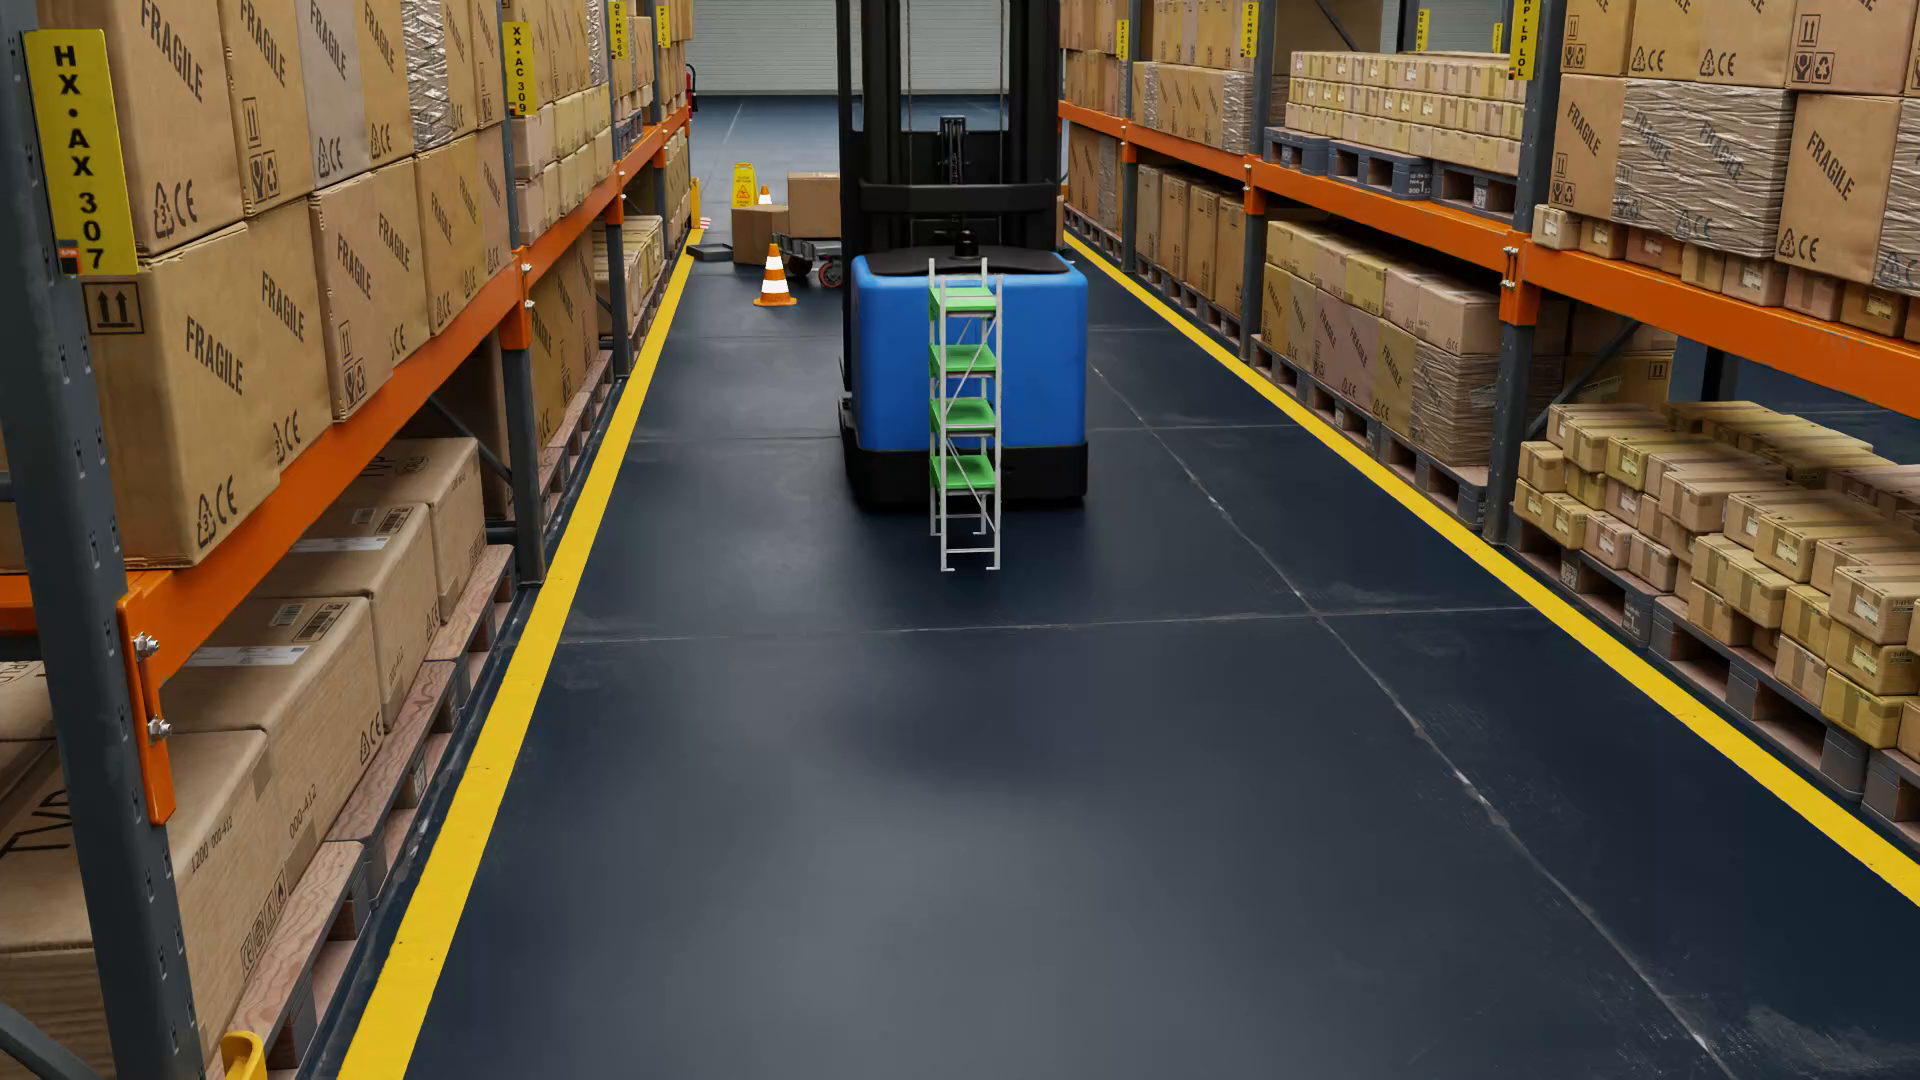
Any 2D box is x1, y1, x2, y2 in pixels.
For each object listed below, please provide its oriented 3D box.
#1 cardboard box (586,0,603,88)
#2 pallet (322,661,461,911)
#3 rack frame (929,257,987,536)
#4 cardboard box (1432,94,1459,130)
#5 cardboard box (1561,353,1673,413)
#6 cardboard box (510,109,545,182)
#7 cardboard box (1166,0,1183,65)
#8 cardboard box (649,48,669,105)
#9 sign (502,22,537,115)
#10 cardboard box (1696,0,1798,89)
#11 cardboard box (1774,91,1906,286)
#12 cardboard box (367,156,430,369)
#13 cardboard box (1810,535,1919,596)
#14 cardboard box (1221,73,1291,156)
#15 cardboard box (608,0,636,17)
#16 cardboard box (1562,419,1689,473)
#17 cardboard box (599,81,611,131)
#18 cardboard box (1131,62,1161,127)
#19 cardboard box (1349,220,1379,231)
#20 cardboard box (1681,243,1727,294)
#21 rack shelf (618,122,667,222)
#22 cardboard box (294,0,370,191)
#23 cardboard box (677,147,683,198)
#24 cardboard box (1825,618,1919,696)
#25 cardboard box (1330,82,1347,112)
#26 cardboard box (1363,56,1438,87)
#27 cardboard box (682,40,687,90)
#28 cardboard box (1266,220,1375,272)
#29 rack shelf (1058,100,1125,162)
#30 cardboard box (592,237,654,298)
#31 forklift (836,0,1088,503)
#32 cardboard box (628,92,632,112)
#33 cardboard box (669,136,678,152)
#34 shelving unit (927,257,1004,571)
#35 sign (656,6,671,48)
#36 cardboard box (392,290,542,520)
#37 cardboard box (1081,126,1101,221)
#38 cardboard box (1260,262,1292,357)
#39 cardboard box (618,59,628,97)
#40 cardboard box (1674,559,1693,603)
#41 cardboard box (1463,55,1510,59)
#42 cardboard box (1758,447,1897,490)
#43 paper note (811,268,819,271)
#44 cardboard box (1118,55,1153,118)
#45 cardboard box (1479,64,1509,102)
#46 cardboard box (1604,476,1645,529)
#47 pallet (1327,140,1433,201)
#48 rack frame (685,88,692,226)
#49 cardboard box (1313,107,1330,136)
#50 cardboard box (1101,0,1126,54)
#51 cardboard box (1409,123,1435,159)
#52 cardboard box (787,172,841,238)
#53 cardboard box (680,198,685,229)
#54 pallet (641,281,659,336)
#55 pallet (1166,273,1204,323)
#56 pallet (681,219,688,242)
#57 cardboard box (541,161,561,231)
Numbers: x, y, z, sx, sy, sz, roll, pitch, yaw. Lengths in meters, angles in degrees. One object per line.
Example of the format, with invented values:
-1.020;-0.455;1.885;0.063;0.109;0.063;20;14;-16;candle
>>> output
-2.194;-2.667;8.827;0.500;0.500;0.500;-1;17;-5;cardboard box
-2.027;0.675;4.674;1.003;0.211;1.213;-2;18;-6;pallet
-0.008;-0.596;7.072;0.240;1.200;0.015;-2;18;-6;rack frame
2.436;-2.000;7.762;0.380;0.149;0.250;-2;18;-7;cardboard box
2.944;-0.668;7.768;0.500;0.500;0.500;-1;17;-3;cardboard box
-1.921;-1.555;6.539;0.500;0.250;0.500;-2;18;-7;cardboard box
2.044;-4.039;13.198;0.700;0.500;0.500;-2;18;-7;cardboard box
-2.750;-3.961;14.124;0.500;0.500;0.500;-2;18;-6;cardboard box
-1.605;-1.717;6.061;0.100;0.325;0.005;-2;18;-6;sign
2.651;-1.651;5.096;0.500;0.500;0.500;-1;17;-5;cardboard box
2.716;-1.009;4.719;0.500;0.500;0.500;-1;17;-3;cardboard box
-1.691;-0.707;4.255;0.500;0.500;0.500;-1;17;-4;cardboard box
2.777;0.097;4.926;0.380;0.149;0.250;-2;18;-7;cardboard box
2.031;-2.797;10.911;0.500;0.500;0.500;-2;18;-6;cardboard box
-2.574;-3.915;12.192;0.380;0.149;0.250;-3;18;-8;cardboard box
2.556;-0.363;6.390;0.380;0.149;0.250;-1;17;-3;cardboard box
-2.266;-2.471;9.455;0.500;0.250;0.500;-2;18;-6;cardboard box
1.718;-3.698;13.781;0.500;0.500;0.500;-2;17;-5;cardboard box
2.675;-1.793;10.101;0.500;0.250;0.500;-2;18;-7;cardboard box
2.624;-0.906;5.476;0.380;0.149;0.250;-1;17;-5;cardboard box
-2.775;-2.693;11.948;1.077;0.370;4.000;-2;18;-6;rack shelf
-1.631;-1.040;3.646;0.500;0.500;0.500;-2;18;-6;cardboard box
-2.950;-3.533;16.062;0.500;0.500;0.500;-2;18;-7;cardboard box
2.709;0.321;4.709;0.380;0.149;0.250;-2;17;-5;cardboard box
2.281;-2.460;9.228;0.380;0.149;0.250;-2;18;-5;cardboard box
2.336;-2.452;8.706;0.380;0.149;0.250;-1;17;-4;cardboard box
-3.064;-4.860;16.987;0.500;0.500;0.500;-2;18;-7;cardboard box
2.174;-1.776;10.046;0.500;0.250;0.500;-3;18;-8;cardboard box
1.725;-4.068;16.327;1.077;0.370;4.000;-2;18;-6;rack shelf
-2.774;-2.001;12.230;0.950;0.372;0.625;-1;17;-4;cardboard box
-0.083;-1.961;8.530;1.130;2.935;3.031;-2;18;-6;forklift
-2.536;-3.106;11.782;0.380;0.149;0.250;-1;17;-4;cardboard box
-2.813;-3.644;15.332;0.380;0.149;0.250;-1;17;-2;cardboard box
0.017;-0.523;6.840;0.258;1.200;0.503;-2;18;-6;shelving unit
-2.430;-4.203;13.623;0.100;0.325;0.005;-2;18;-6;sign
-2.300;-0.617;6.982;0.875;0.875;0.875;-1;17;-4;cardboard box
1.747;-3.731;16.901;0.875;0.875;0.875;-2;18;-7;cardboard box
2.163;-1.412;10.140;0.500;0.500;0.500;-3;18;-8;cardboard box
-2.446;-3.127;10.764;0.500;0.500;0.500;-1;17;-3;cardboard box
2.718;0.152;5.745;0.380;0.149;0.250;-3;18;-8;cardboard box
2.952;-2.551;9.021;0.380;0.149;0.250;-2;18;-6;cardboard box
3.100;-0.229;5.964;0.380;0.149;0.250;-1;17;-4;cardboard box
-1.339;-2.426;14.854;0.148;0.019;0.142;-2;18;-6;paper note
1.882;-3.996;14.648;0.875;0.550;0.550;-2;18;-6;cardboard box
2.493;-1.990;7.232;0.380;0.149;0.250;-2;18;-7;cardboard box
2.652;-0.152;6.214;0.380;0.149;0.250;-2;18;-6;cardboard box
2.589;-1.943;8.679;1.003;0.211;1.213;-2;18;-6;pallet
-3.394;-4.824;17.534;1.000;3.000;0.127;-2;18;-6;rack frame
2.245;-2.404;9.545;0.380;0.149;0.250;-1;17;-3;cardboard box
1.755;-4.673;15.001;0.875;0.550;0.550;-2;18;-6;cardboard box
2.408;-1.933;8.046;0.380;0.149;0.250;-3;18;-8;cardboard box
-1.214;-2.865;14.203;0.500;0.500;0.500;-2;18;-6;cardboard box
-2.938;-3.169;16.154;0.500;0.250;0.500;-2;18;-8;cardboard box
-2.771;-1.705;12.257;1.003;0.211;1.213;-2;18;-6;pallet
2.215;-1.893;12.854;1.003;0.211;1.213;-2;18;-6;pallet
-3.338;-3.228;17.105;1.003;0.211;1.213;-2;18;-6;pallet
-1.994;-1.470;7.103;0.500;0.250;0.500;-2;18;-7;cardboard box
